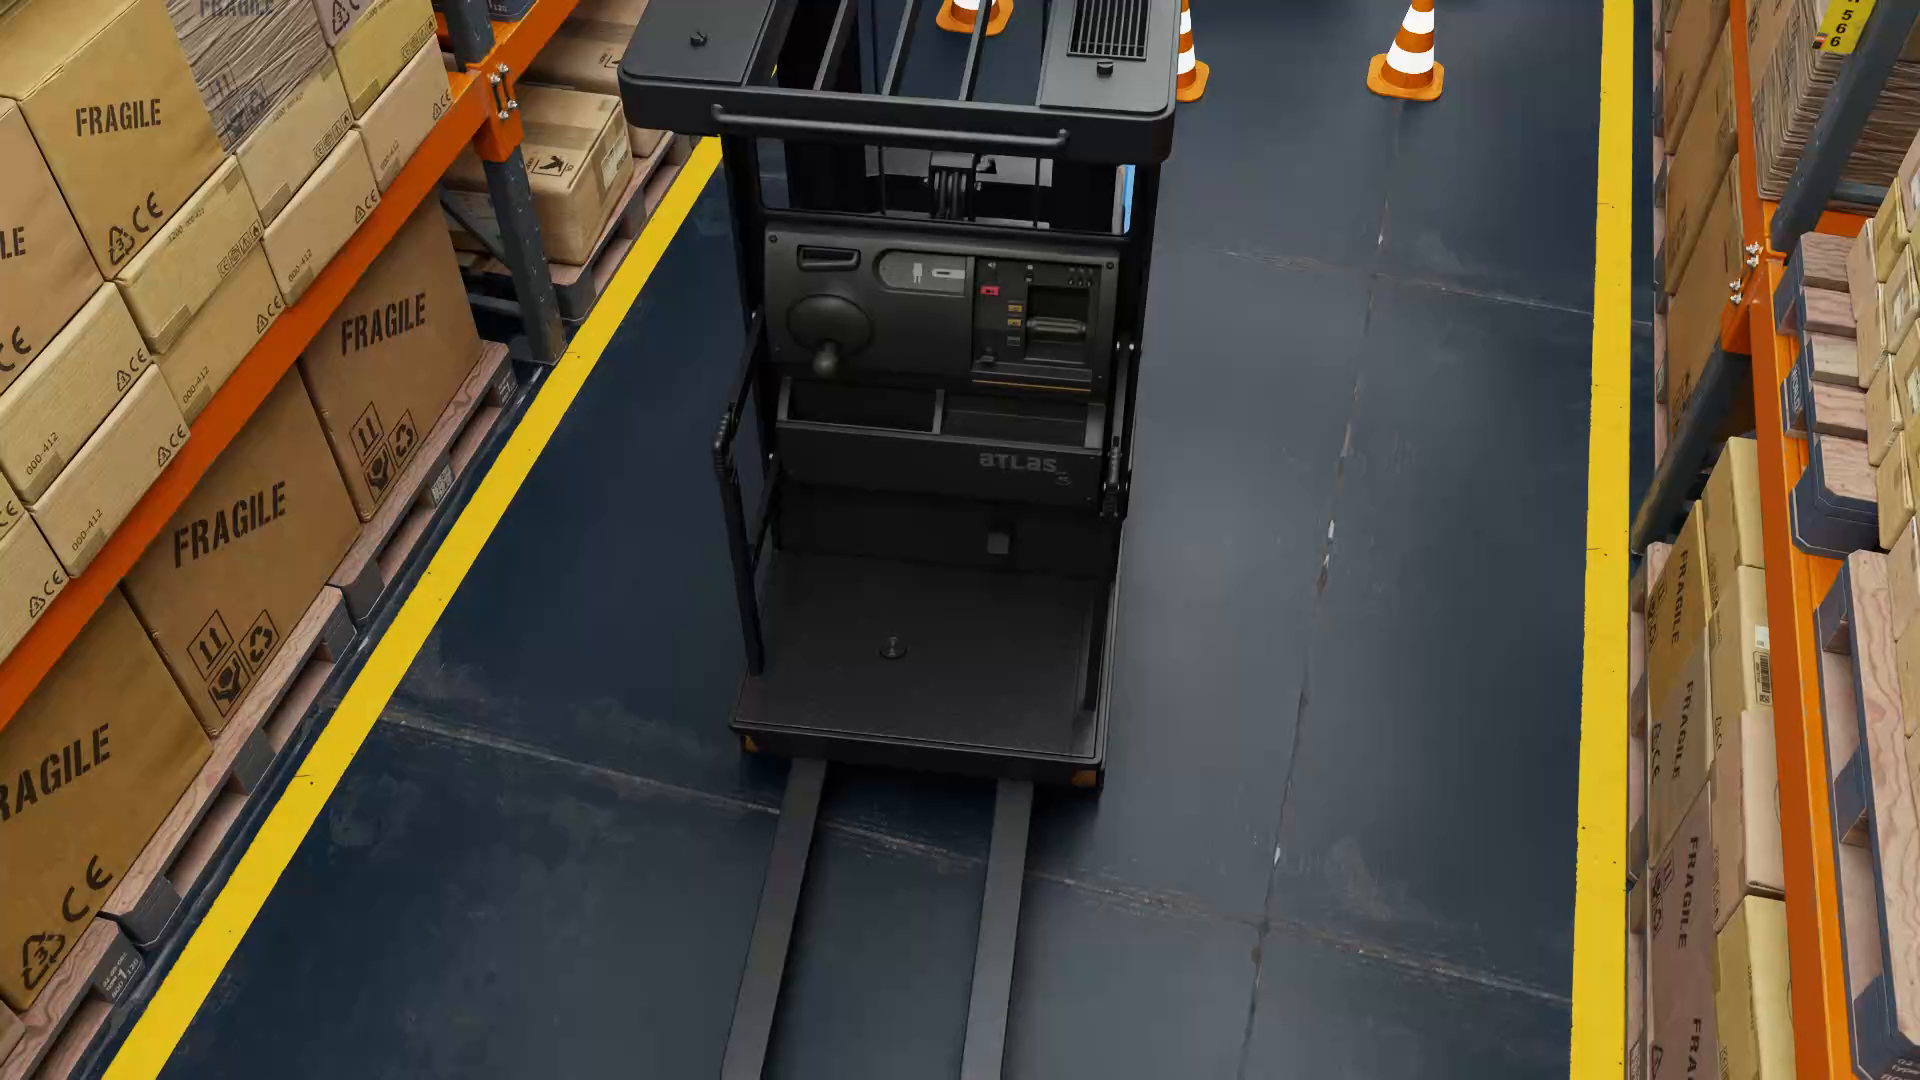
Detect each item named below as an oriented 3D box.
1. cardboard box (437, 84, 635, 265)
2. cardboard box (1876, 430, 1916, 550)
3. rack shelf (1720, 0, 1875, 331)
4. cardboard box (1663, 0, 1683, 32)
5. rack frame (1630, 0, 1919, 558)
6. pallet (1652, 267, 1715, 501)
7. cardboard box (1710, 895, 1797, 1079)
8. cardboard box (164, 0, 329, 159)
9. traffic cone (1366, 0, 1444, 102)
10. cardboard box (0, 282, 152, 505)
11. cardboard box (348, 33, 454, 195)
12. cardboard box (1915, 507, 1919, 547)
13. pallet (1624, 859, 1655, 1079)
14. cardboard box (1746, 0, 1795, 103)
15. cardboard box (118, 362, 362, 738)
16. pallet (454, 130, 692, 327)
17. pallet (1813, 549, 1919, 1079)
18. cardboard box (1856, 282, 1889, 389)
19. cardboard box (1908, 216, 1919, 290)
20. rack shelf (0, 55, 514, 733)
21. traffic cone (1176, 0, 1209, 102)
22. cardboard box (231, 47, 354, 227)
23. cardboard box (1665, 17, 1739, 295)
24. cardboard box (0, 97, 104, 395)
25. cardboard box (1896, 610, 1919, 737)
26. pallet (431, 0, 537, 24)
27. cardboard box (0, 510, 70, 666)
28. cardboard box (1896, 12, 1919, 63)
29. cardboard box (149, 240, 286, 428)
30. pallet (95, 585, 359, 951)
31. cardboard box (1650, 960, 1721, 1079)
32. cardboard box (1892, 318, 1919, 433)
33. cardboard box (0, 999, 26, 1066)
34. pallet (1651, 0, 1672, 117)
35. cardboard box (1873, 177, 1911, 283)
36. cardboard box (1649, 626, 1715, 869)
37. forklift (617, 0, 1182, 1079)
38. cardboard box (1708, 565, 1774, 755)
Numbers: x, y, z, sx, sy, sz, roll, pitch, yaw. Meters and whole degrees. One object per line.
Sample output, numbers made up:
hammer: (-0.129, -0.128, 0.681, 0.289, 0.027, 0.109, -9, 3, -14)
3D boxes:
cardboard box: (-1.848, -1.465, 6.515, 0.950, 0.372, 0.625, 9, 49, 7)
cardboard box: (2.273, -0.072, 3.701, 0.380, 0.149, 0.250, 14, 50, 12)
rack shelf: (3.322, -2.094, 6.077, 1.077, 0.370, 4.000, 12, 50, 10)
cardboard box: (3.772, -2.706, 7.358, 1.050, 0.750, 0.750, 11, 50, 10)
rack frame: (2.796, -0.885, 4.531, 1.000, 3.000, 0.127, 12, 50, 10)
pallet: (3.076, -0.518, 6.066, 1.003, 0.211, 1.213, 12, 50, 10)
cardboard box: (1.969, 1.105, 3.661, 0.500, 0.250, 0.500, 10, 49, 8)
cardboard box: (-2.017, -1.355, 4.211, 0.500, 0.500, 0.500, 12, 50, 11)
traffic cone: (2.039, -2.267, 7.442, 0.336, 0.463, 0.334, 12, 50, 10)
cardboard box: (-2.271, -0.383, 3.854, 0.500, 0.250, 0.500, 10, 49, 9)
cardboard box: (-1.889, -1.322, 5.016, 0.500, 0.250, 0.500, 10, 49, 9)
cardboard box: (2.206, 0.023, 3.418, 0.380, 0.149, 0.250, 12, 50, 10)
pallet: (2.266, 1.482, 4.301, 1.003, 0.211, 1.213, 12, 50, 10)
cardboard box: (2.788, -1.658, 5.146, 0.500, 0.500, 0.500, 12, 50, 10)
cardboard box: (-2.507, -0.097, 4.972, 0.875, 0.875, 0.875, 12, 50, 10)
pallet: (-1.799, -1.431, 6.872, 1.003, 0.211, 1.213, 12, 50, 10)
pallet: (2.314, 0.618, 3.332, 1.003, 0.211, 1.213, 12, 50, 10)
cardboard box: (2.413, -0.463, 4.046, 0.380, 0.149, 0.250, 14, 50, 12)
cardboard box: (2.419, -0.647, 3.811, 0.380, 0.149, 0.250, 10, 49, 9)
rack shelf: (-2.533, -0.104, 4.321, 1.077, 0.370, 4.000, 12, 50, 10)
traffic cone: (0.959, -2.262, 7.438, 0.336, 0.463, 0.334, 12, 50, 10)
cardboard box: (-2.020, -1.133, 4.516, 0.500, 0.250, 0.500, 10, 49, 9)
cardboard box: (3.270, -1.335, 6.148, 1.050, 0.750, 0.750, 12, 50, 11)
cardboard box: (-2.294, -0.632, 3.574, 0.500, 0.500, 0.500, 11, 49, 9)
cardboard box: (2.136, 0.302, 3.370, 0.380, 0.149, 0.250, 12, 50, 11)
pallet: (-1.921, -2.262, 5.874, 1.213, 0.211, 1.003, 12, 50, 10)
cardboard box: (-2.404, 0.146, 3.721, 0.500, 0.250, 0.500, 11, 50, 10)
cardboard box: (2.924, -1.572, 4.403, 0.700, 0.500, 0.500, 11, 50, 10)
cardboard box: (-2.156, -0.589, 4.369, 0.500, 0.250, 0.500, 11, 50, 10)
pallet: (-2.609, 0.569, 5.107, 1.003, 0.211, 1.213, 12, 50, 10)
cardboard box: (1.969, 1.370, 3.927, 0.500, 0.500, 0.500, 11, 49, 9)
cardboard box: (2.339, -0.339, 3.738, 0.380, 0.149, 0.250, 10, 49, 9)
cardboard box: (-2.973, 1.204, 3.824, 0.875, 0.875, 0.875, 13, 50, 11)
pallet: (3.718, -2.283, 7.624, 1.003, 0.211, 1.213, 12, 50, 10)
cardboard box: (2.475, -0.730, 4.082, 0.380, 0.149, 0.250, 14, 50, 12)
cardboard box: (2.235, 0.629, 4.582, 0.500, 0.500, 0.500, 12, 50, 10)
forklift: (-0.079, -0.501, 4.237, 1.130, 2.935, 3.031, 5, 49, 5)
cardboard box: (2.247, 0.373, 4.307, 0.500, 0.250, 0.500, 11, 49, 10)
